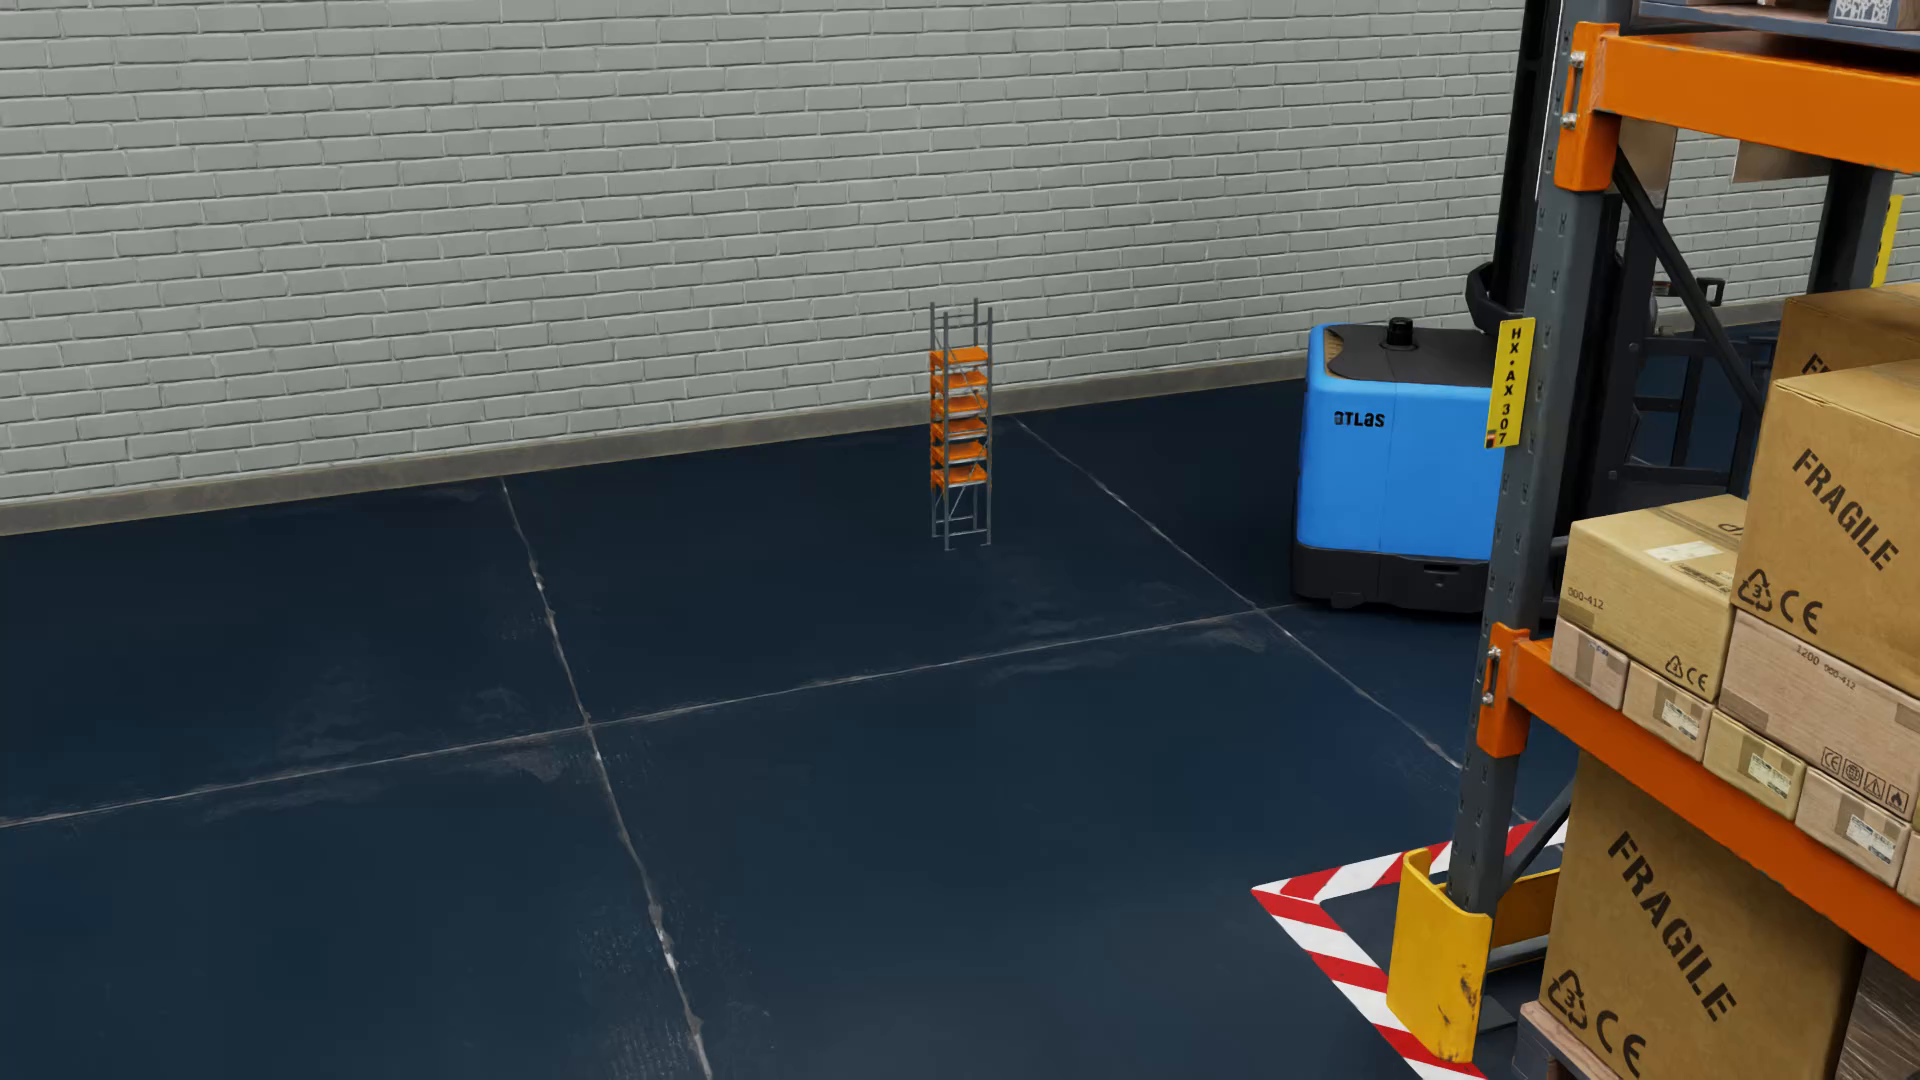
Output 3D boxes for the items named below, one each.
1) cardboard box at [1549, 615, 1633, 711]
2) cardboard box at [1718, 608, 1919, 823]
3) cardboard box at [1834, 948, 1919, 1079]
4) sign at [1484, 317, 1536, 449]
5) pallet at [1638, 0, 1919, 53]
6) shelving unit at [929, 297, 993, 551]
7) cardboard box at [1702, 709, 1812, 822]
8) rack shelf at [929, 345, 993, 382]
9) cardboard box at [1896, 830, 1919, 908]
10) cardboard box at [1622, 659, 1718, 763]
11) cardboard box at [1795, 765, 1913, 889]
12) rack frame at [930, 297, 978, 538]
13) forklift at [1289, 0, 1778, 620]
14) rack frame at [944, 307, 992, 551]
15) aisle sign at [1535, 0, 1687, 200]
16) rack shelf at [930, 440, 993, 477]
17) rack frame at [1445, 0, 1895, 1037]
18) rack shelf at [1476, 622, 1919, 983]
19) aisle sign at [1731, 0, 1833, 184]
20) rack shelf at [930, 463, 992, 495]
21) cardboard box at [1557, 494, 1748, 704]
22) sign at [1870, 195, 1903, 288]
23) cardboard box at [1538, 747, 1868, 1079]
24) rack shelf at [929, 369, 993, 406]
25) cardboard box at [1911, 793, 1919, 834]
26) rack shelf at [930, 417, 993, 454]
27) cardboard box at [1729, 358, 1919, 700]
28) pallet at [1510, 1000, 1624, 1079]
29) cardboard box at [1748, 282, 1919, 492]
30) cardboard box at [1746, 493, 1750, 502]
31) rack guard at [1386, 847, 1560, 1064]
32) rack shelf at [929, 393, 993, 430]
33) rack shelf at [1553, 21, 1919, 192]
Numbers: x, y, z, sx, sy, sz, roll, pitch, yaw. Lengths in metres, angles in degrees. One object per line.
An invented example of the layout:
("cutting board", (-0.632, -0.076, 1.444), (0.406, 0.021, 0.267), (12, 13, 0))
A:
("cardboard box", (1.687, 0.269, 4.074), (0.380, 0.149, 0.250), (-8, 24, -18))
("cardboard box", (1.977, 0.310, 3.462), (0.500, 0.250, 0.500), (-9, 24, -20))
("cardboard box", (2.492, 1.317, 3.459), (0.875, 0.875, 0.875), (-8, 24, -19))
("sign", (1.349, -0.383, 4.079), (0.100, 0.325, 0.005), (-8, 24, -19))
("pallet", (2.142, -1.095, 3.237), (1.003, 0.211, 1.213), (-8, 24, -19))
("shelving unit", (0.005, -0.548, 8.004), (0.258, 1.200, 0.189), (-8, 24, -19))
("cardboard box", (1.869, 0.455, 3.632), (0.380, 0.149, 0.250), (-9, 24, -20))
("rack shelf", (0.005, -0.838, 7.882), (0.258, 0.103, 0.180), (-8, 24, -19))
("cardboard box", (2.051, 0.642, 3.188), (0.380, 0.149, 0.250), (-9, 24, -20))
("cardboard box", (1.779, 0.362, 3.853), (0.380, 0.149, 0.250), (-9, 24, -20))
("cardboard box", (1.963, 0.549, 3.408), (0.380, 0.149, 0.250), (-9, 24, -20))
("rack frame", (-0.027, -0.581, 8.083), (0.240, 1.200, 0.006), (-8, 24, -19))
("forklift", (3.066, -1.120, 7.134), (3.031, 2.935, 1.130), (4, 23, 10))
("rack frame", (0.037, -0.514, 7.926), (0.240, 1.200, 0.006), (-8, 24, -19))
("aisle sign", (1.564, -1.204, 3.898), (0.394, 0.787, 0.004), (-8, 24, -19))
("rack shelf", (0.005, -0.396, 8.068), (0.258, 0.103, 0.180), (-8, 24, -19))
("rack frame", (1.870, -0.021, 4.438), (1.000, 3.000, 0.127), (-8, 24, -19))
("rack shelf", (2.576, 1.037, 2.854), (1.077, 0.370, 4.000), (-8, 24, -19))
("aisle sign", (2.125, -1.286, 4.093), (0.394, 0.787, 0.004), (-8, 24, -19))
("rack shelf", (0.005, -0.286, 8.115), (0.258, 0.103, 0.180), (-8, 24, -19))
("cardboard box", (1.787, 0.122, 3.908), (0.500, 0.250, 0.500), (-9, 24, -20))
("sign", (2.382, -0.733, 4.332), (0.100, 0.325, 0.005), (-8, 24, -19))
("cardboard box", (2.171, 0.986, 4.244), (0.875, 0.875, 0.875), (-8, 24, -19))
("rack shelf", (0.005, -0.728, 7.929), (0.258, 0.103, 0.180), (-8, 24, -19))
("cardboard box", (2.151, 0.493, 3.028), (0.500, 0.250, 0.500), (-9, 25, -21))
("rack shelf", (0.005, -0.507, 8.022), (0.258, 0.103, 0.180), (-8, 24, -19))
("cardboard box", (1.964, -0.042, 3.331), (0.500, 0.500, 0.500), (-9, 24, -20))
("pallet", (2.226, 1.544, 4.316), (1.003, 0.211, 1.213), (-8, 24, -19))
("cardboard box", (2.288, -0.294, 3.930), (0.500, 0.500, 0.500), (-8, 24, -18))
("cardboard box", (2.289, 0.050, 4.078), (0.500, 0.250, 0.500), (-9, 24, -20))
("rack guard", (1.861, 1.122, 4.945), (1.175, 0.500, 0.348), (-8, 24, -19))
("rack shelf", (0.005, -0.617, 7.975), (0.258, 0.103, 0.180), (-8, 24, -19))
("rack shelf", (2.576, -0.345, 2.271), (1.077, 0.370, 4.000), (-8, 24, -19))
